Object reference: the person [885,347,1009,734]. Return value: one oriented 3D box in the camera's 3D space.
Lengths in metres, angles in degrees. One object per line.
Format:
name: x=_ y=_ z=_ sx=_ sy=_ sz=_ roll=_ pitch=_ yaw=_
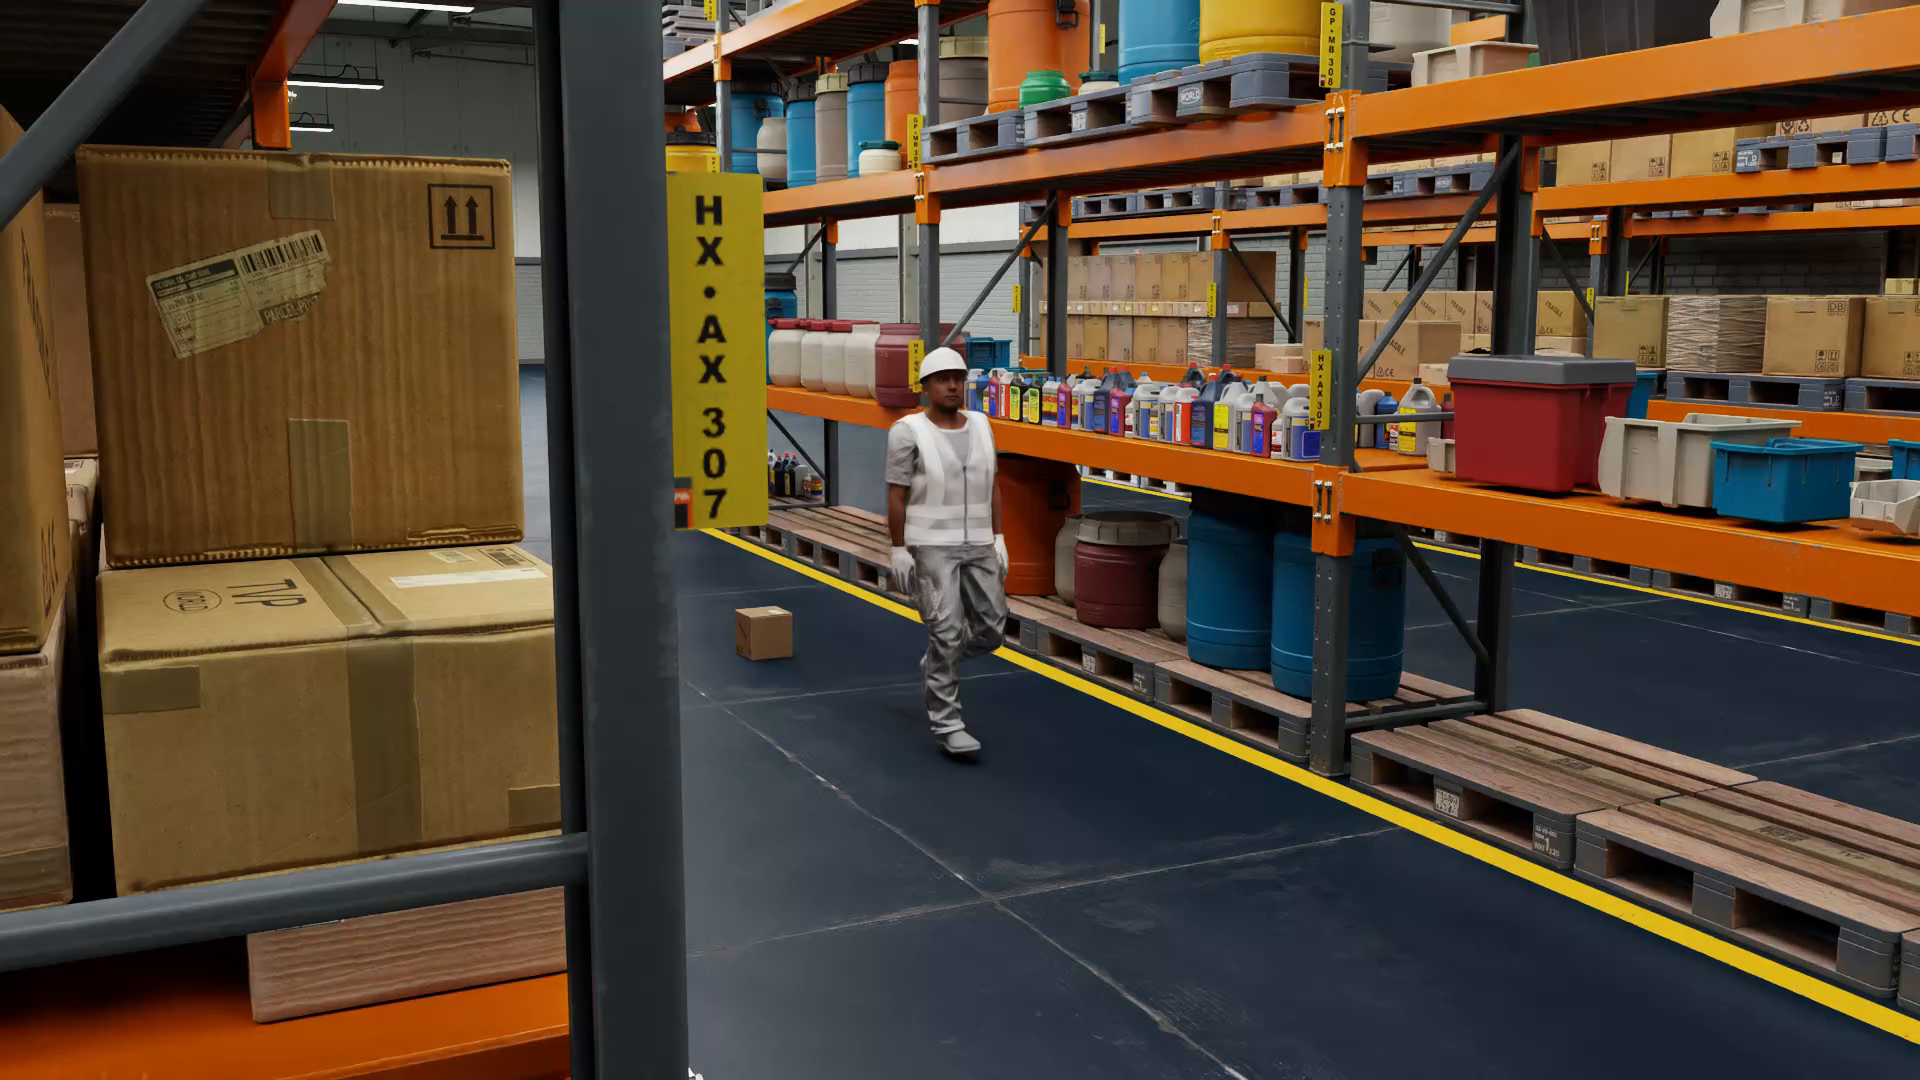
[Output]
person: x=-0.078 y=-0.006 z=7.446 sx=0.566 sy=1.707 sz=0.534 roll=-5 pitch=10 yaw=-31
